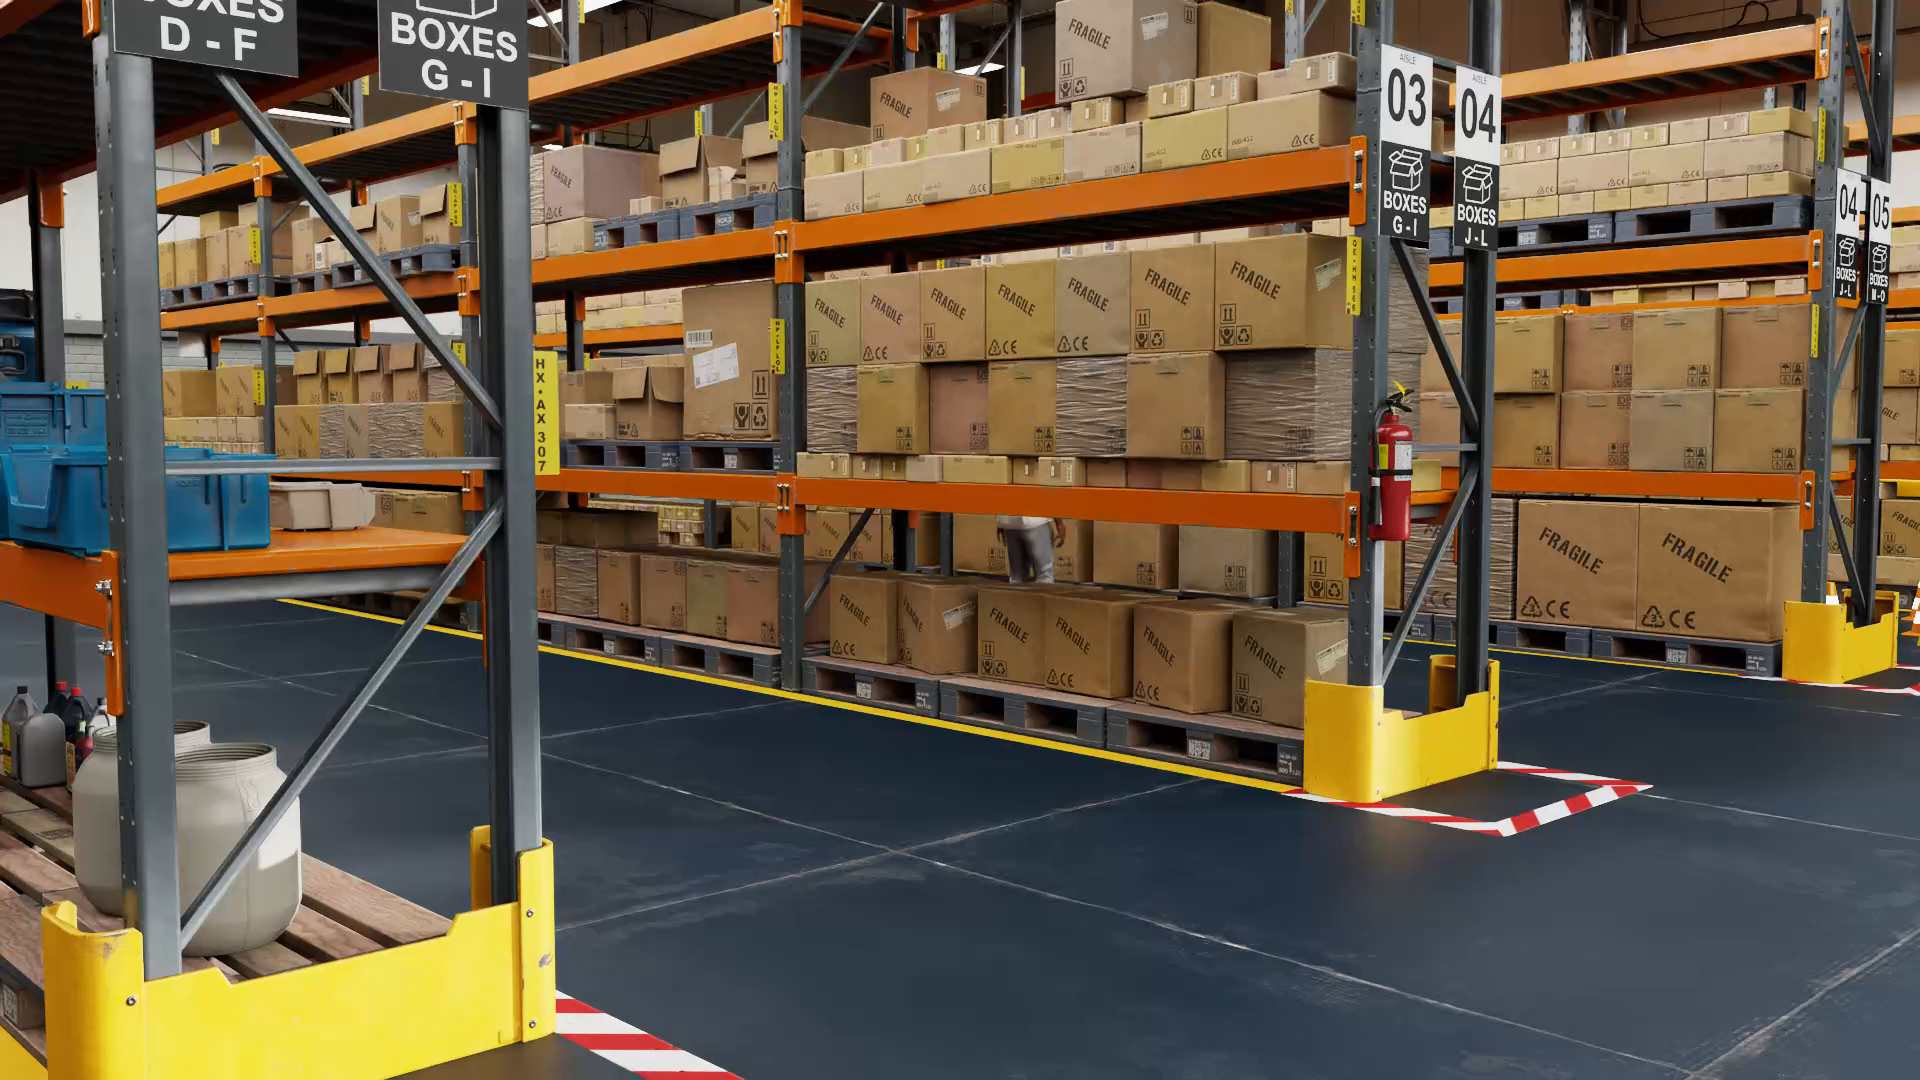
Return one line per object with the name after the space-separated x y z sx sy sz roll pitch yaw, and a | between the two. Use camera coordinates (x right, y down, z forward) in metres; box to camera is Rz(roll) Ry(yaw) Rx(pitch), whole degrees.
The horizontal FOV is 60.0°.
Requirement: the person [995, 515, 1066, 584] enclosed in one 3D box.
0.519 -0.118 12.401 0.632 1.759 0.462 4 5 42 | person
